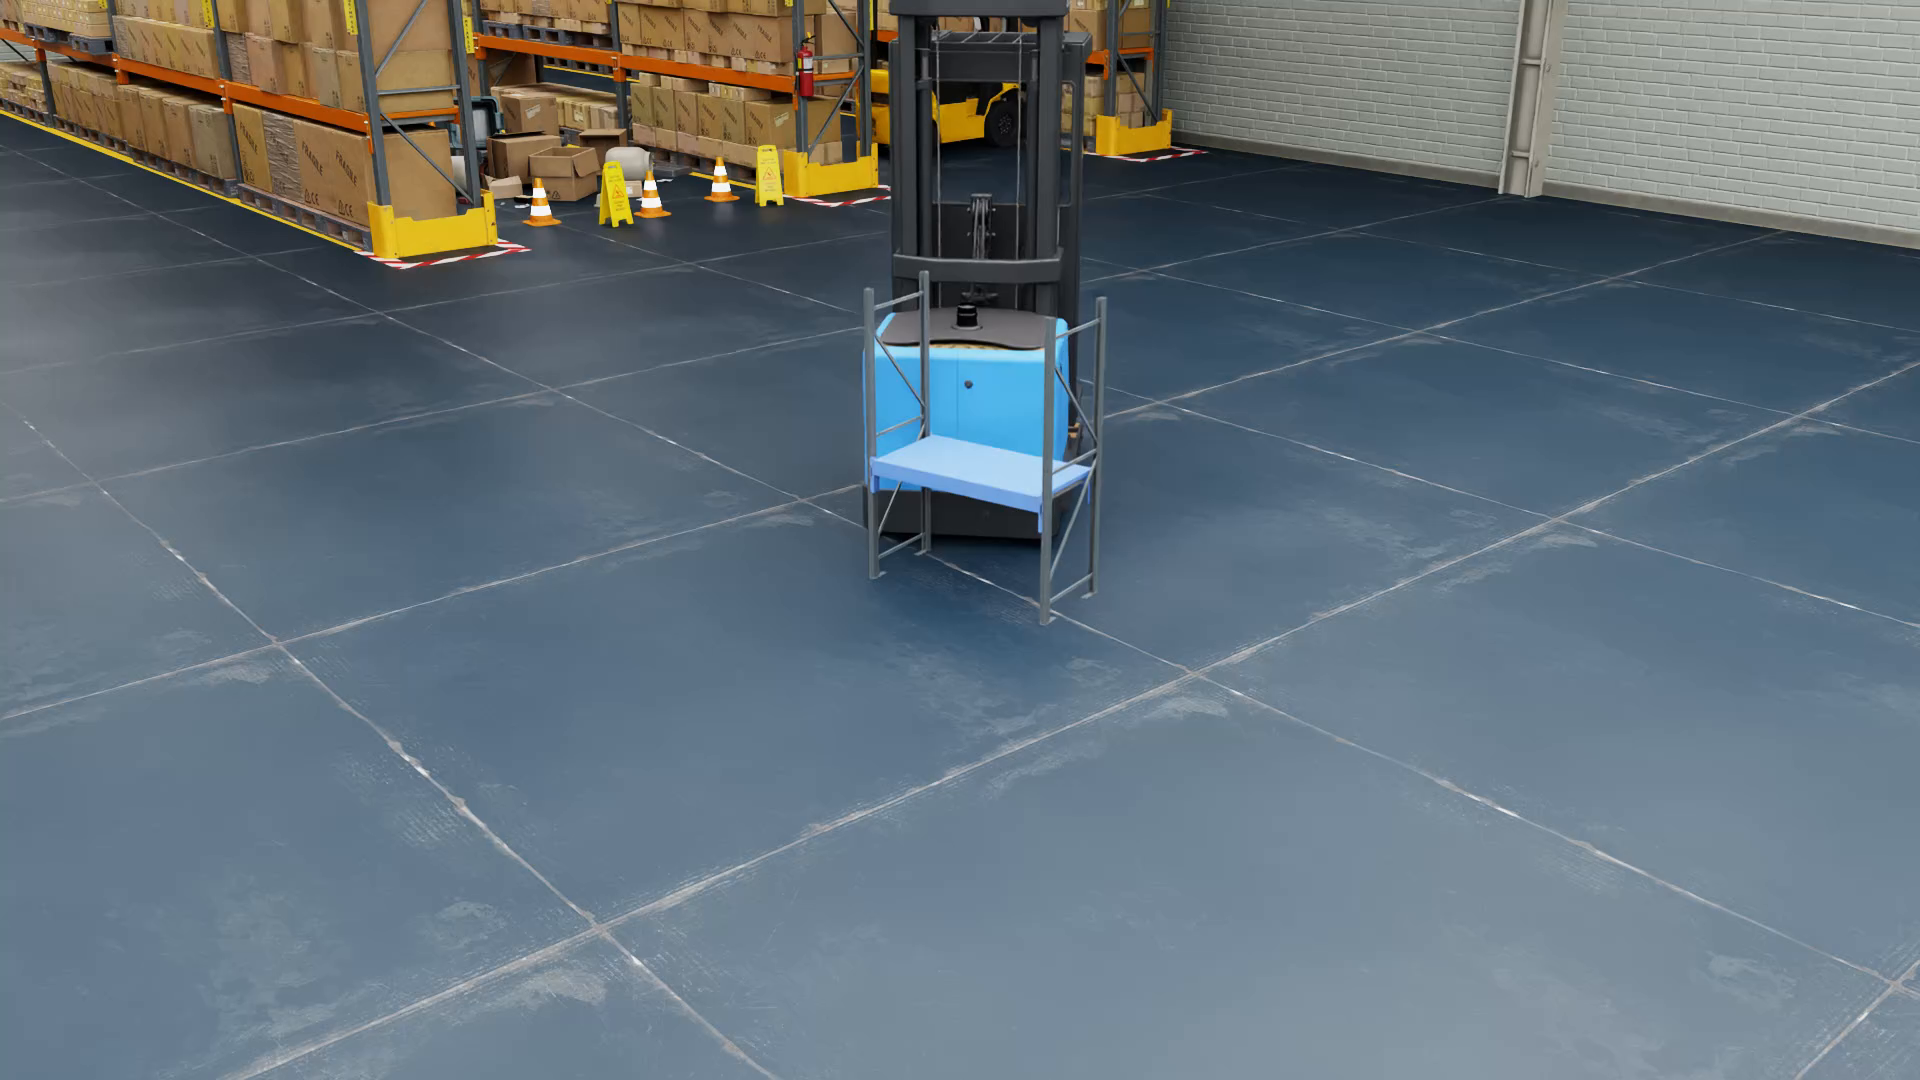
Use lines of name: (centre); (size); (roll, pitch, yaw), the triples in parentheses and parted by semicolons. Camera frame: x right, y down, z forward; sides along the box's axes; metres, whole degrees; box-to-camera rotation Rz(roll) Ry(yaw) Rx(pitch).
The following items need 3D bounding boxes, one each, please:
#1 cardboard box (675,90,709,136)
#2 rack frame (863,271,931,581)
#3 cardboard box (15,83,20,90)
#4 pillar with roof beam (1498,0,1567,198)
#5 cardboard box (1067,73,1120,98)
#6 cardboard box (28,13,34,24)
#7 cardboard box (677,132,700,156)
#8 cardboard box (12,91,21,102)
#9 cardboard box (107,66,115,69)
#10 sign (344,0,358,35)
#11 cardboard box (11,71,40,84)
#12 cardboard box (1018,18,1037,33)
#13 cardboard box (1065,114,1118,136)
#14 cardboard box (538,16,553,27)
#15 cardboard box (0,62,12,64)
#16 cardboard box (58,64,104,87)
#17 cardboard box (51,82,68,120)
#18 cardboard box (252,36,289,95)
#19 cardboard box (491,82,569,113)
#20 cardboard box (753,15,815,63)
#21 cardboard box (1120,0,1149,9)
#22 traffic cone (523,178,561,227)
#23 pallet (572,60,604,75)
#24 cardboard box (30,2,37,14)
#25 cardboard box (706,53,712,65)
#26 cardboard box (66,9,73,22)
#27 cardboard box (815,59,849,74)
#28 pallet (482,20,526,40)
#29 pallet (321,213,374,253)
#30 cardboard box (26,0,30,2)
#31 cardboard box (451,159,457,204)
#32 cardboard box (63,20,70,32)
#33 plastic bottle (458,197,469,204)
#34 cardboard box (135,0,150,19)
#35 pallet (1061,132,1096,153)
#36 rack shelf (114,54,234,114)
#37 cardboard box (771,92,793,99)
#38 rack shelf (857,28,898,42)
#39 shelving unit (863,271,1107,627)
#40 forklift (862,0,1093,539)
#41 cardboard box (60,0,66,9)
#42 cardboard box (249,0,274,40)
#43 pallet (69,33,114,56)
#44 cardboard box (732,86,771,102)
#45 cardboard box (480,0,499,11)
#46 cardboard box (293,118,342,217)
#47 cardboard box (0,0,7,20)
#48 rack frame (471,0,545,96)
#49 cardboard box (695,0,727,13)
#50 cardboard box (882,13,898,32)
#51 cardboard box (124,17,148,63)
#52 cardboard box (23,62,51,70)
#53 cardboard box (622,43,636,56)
cardboard box: (-3.178, -5.309, 20.593); (0.500, 0.500, 0.500); (-16, 26, -35)
rack frame: (-0.308, -0.570, 8.383); (0.032, 1.500, 0.500); (14, 25, 32)
cardboard box: (-14.522, -7.123, 25.982); (0.380, 0.149, 0.250); (-16, 26, -35)
pillar with roof beam: (3.198, -7.156, 14.916); (9.100, 9.000, 0.400); (-17, 27, -37)
cardboard box: (1.778, -6.072, 22.198); (0.500, 0.250, 0.500); (-16, 27, -36)
cardboard box: (-12.866, -7.350, 23.406); (0.380, 0.149, 0.250); (-17, 27, -37)
cardboard box: (-3.168, -4.958, 20.725); (0.500, 0.250, 0.500); (-18, 28, -38)
cardboard box: (-14.452, -6.893, 25.804); (0.380, 0.149, 0.250); (-17, 27, -37)
cardboard box: (-11.601, -6.512, 23.322); (0.500, 0.250, 0.500); (-19, 28, -40)
sign: (-5.547, -4.774, 15.147); (0.100, 0.325, 0.005); (-17, 27, -37)
cardboard box: (-14.297, -7.089, 25.489); (0.380, 0.149, 0.250); (-19, 28, -39)
cardboard box: (1.128, -7.046, 22.723); (0.500, 0.500, 0.500); (-18, 28, -38)
cardboard box: (1.769, -5.608, 22.385); (0.500, 0.250, 0.500); (-17, 27, -37)
cardboard box: (-5.576, -7.153, 22.902); (0.380, 0.149, 0.250); (-16, 27, -36)
cardboard box: (-15.487, -7.590, 26.766); (0.380, 0.149, 0.250); (-19, 28, -40)
cardboard box: (-12.329, -6.532, 23.372); (0.500, 0.250, 0.500); (-17, 27, -36)
cardboard box: (-12.679, -6.329, 23.883); (0.500, 0.500, 0.500); (-16, 27, -35)
cardboard box: (-6.849, -5.002, 17.436); (0.875, 0.550, 0.550); (-17, 27, -37)
cardboard box: (-6.304, -6.480, 24.442); (0.950, 0.372, 0.625); (-20, 29, -41)
cardboard box: (-2.006, -5.725, 18.944); (0.500, 0.500, 0.500); (-18, 28, -38)
cardboard box: (2.290, -7.143, 22.081); (0.380, 0.149, 0.250); (-18, 28, -39)
traffic cone: (-4.398, -3.553, 17.421); (0.336, 0.463, 0.334); (-17, 27, -37)
pallet: (-6.766, -9.183, 32.140); (1.003, 0.211, 1.213); (-17, 27, -37)
cardboard box: (-12.712, -7.421, 23.180); (0.380, 0.149, 0.250); (-17, 27, -36)
cardboard box: (-2.832, -5.818, 20.071); (0.380, 0.149, 0.250); (-17, 27, -37)
cardboard box: (-11.529, -6.920, 21.899); (0.380, 0.149, 0.250); (-17, 27, -37)
cardboard box: (-1.508, -5.482, 19.212); (0.380, 0.149, 0.250); (-17, 27, -37)
pallet: (-6.119, -7.405, 24.041); (1.213, 0.211, 1.003); (-17, 27, -37)
pallet: (-5.708, -3.153, 16.746); (1.003, 0.211, 1.213); (-17, 27, -37)
cardboard box: (-12.865, -7.627, 23.296); (0.380, 0.149, 0.250); (-17, 27, -36)
cardboard box: (-5.947, -4.007, 18.527); (0.500, 0.500, 0.500); (-12, 25, -28)
cardboard box: (-11.685, -6.849, 22.126); (0.380, 0.149, 0.250); (-19, 28, -40)
plastic bottle: (-5.485, -3.828, 18.673); (0.133, 0.061, 0.283); (12, 24, 27)
cardboard box: (-9.733, -6.706, 20.485); (0.700, 0.500, 0.500); (-18, 28, -38)
pallet: (1.784, -5.542, 22.843); (1.003, 0.211, 1.213); (-17, 27, -37)
rack shelf: (-9.044, -5.572, 20.085); (1.077, 0.370, 4.000); (-17, 27, -37)
cardboard box: (-2.121, -5.159, 20.209); (0.500, 0.500, 0.500); (-19, 28, -39)
rack shelf: (-1.602, -7.961, 26.184); (1.077, 0.370, 4.000); (-17, 27, -37)
shelving unit: (0.112, -0.466, 8.116); (1.048, 1.500, 0.538); (14, 25, 32)
forklift: (0.180, -1.870, 9.740); (1.130, 2.935, 3.031); (3, 22, 7)
cardboard box: (-11.680, -7.125, 22.015); (0.380, 0.149, 0.250); (-17, 27, -37)
cardboard box: (-6.828, -5.511, 17.255); (0.875, 0.550, 0.550); (-17, 27, -37)
pallet: (-10.895, -6.542, 21.837); (1.213, 0.211, 1.003); (-17, 27, -37)
cardboard box: (-2.454, -5.267, 19.595); (0.380, 0.149, 0.250); (-16, 27, -36)
cardboard box: (-6.547, -7.867, 23.837); (0.500, 0.500, 0.500); (-18, 28, -39)
cardboard box: (-6.196, -3.870, 17.090); (0.875, 0.875, 0.875); (-18, 28, -38)
cardboard box: (-14.152, -8.098, 25.001); (0.500, 0.500, 0.500); (-18, 27, -38)
rack frame: (-6.665, -7.666, 24.444); (1.000, 3.000, 0.127); (-17, 27, -37)
cardboard box: (-2.678, -6.454, 19.432); (0.700, 0.500, 0.500); (-18, 28, -38)
cardboard box: (-0.823, -7.751, 24.866); (0.500, 0.250, 0.500); (-17, 27, -36)
cardboard box: (-9.927, -6.178, 20.508); (0.500, 0.500, 0.500); (-18, 28, -38)
cardboard box: (-14.913, -7.646, 26.911); (0.380, 0.149, 0.250); (-17, 27, -36)
cardboard box: (-4.092, -6.281, 21.251); (0.380, 0.149, 0.250); (-18, 27, -38)
